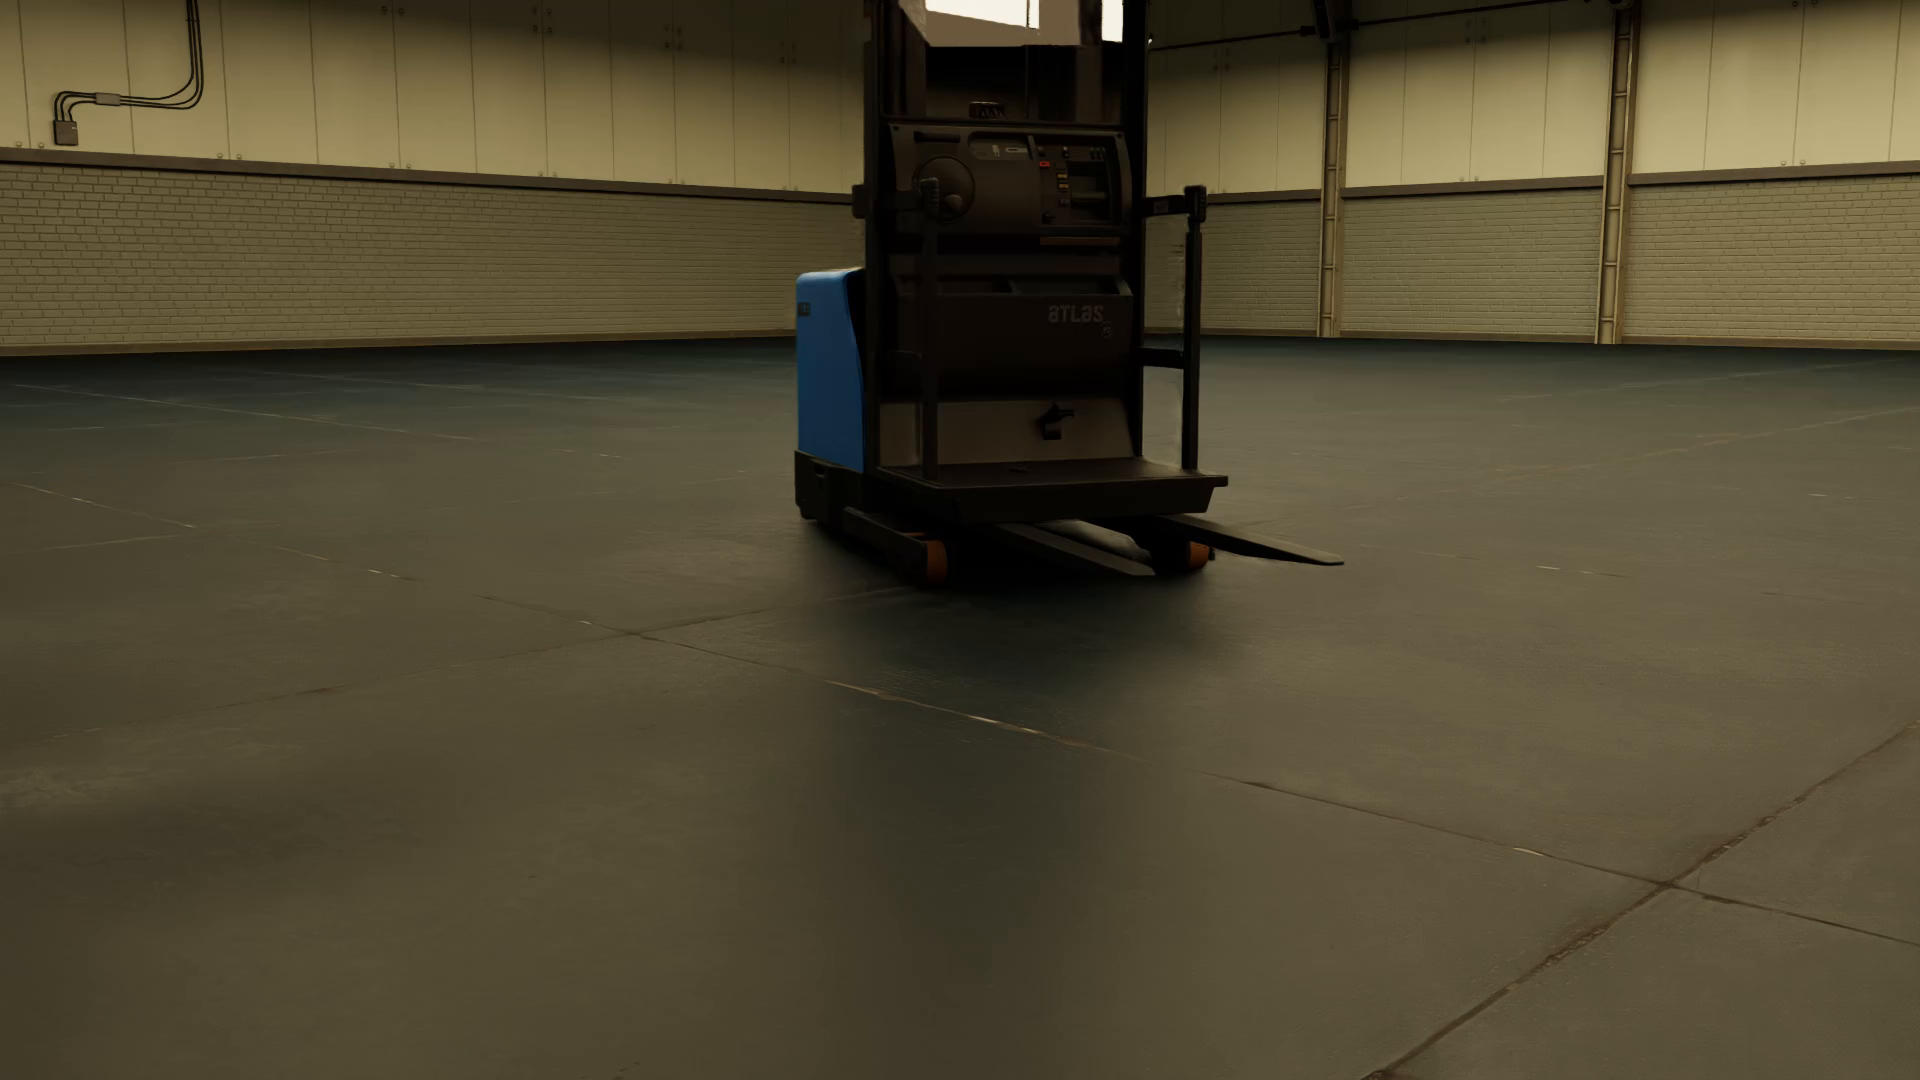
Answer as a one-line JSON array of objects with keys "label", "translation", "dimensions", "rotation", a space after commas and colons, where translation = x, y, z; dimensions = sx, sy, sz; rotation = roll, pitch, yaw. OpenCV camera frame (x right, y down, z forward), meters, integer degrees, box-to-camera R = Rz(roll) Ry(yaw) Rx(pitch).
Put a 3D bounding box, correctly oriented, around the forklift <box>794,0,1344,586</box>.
[{"label": "forklift", "translation": [0.268, -1.358, 5.895], "dimensions": [1.130, 2.935, 3.031], "rotation": [-3, 9, -20]}]
